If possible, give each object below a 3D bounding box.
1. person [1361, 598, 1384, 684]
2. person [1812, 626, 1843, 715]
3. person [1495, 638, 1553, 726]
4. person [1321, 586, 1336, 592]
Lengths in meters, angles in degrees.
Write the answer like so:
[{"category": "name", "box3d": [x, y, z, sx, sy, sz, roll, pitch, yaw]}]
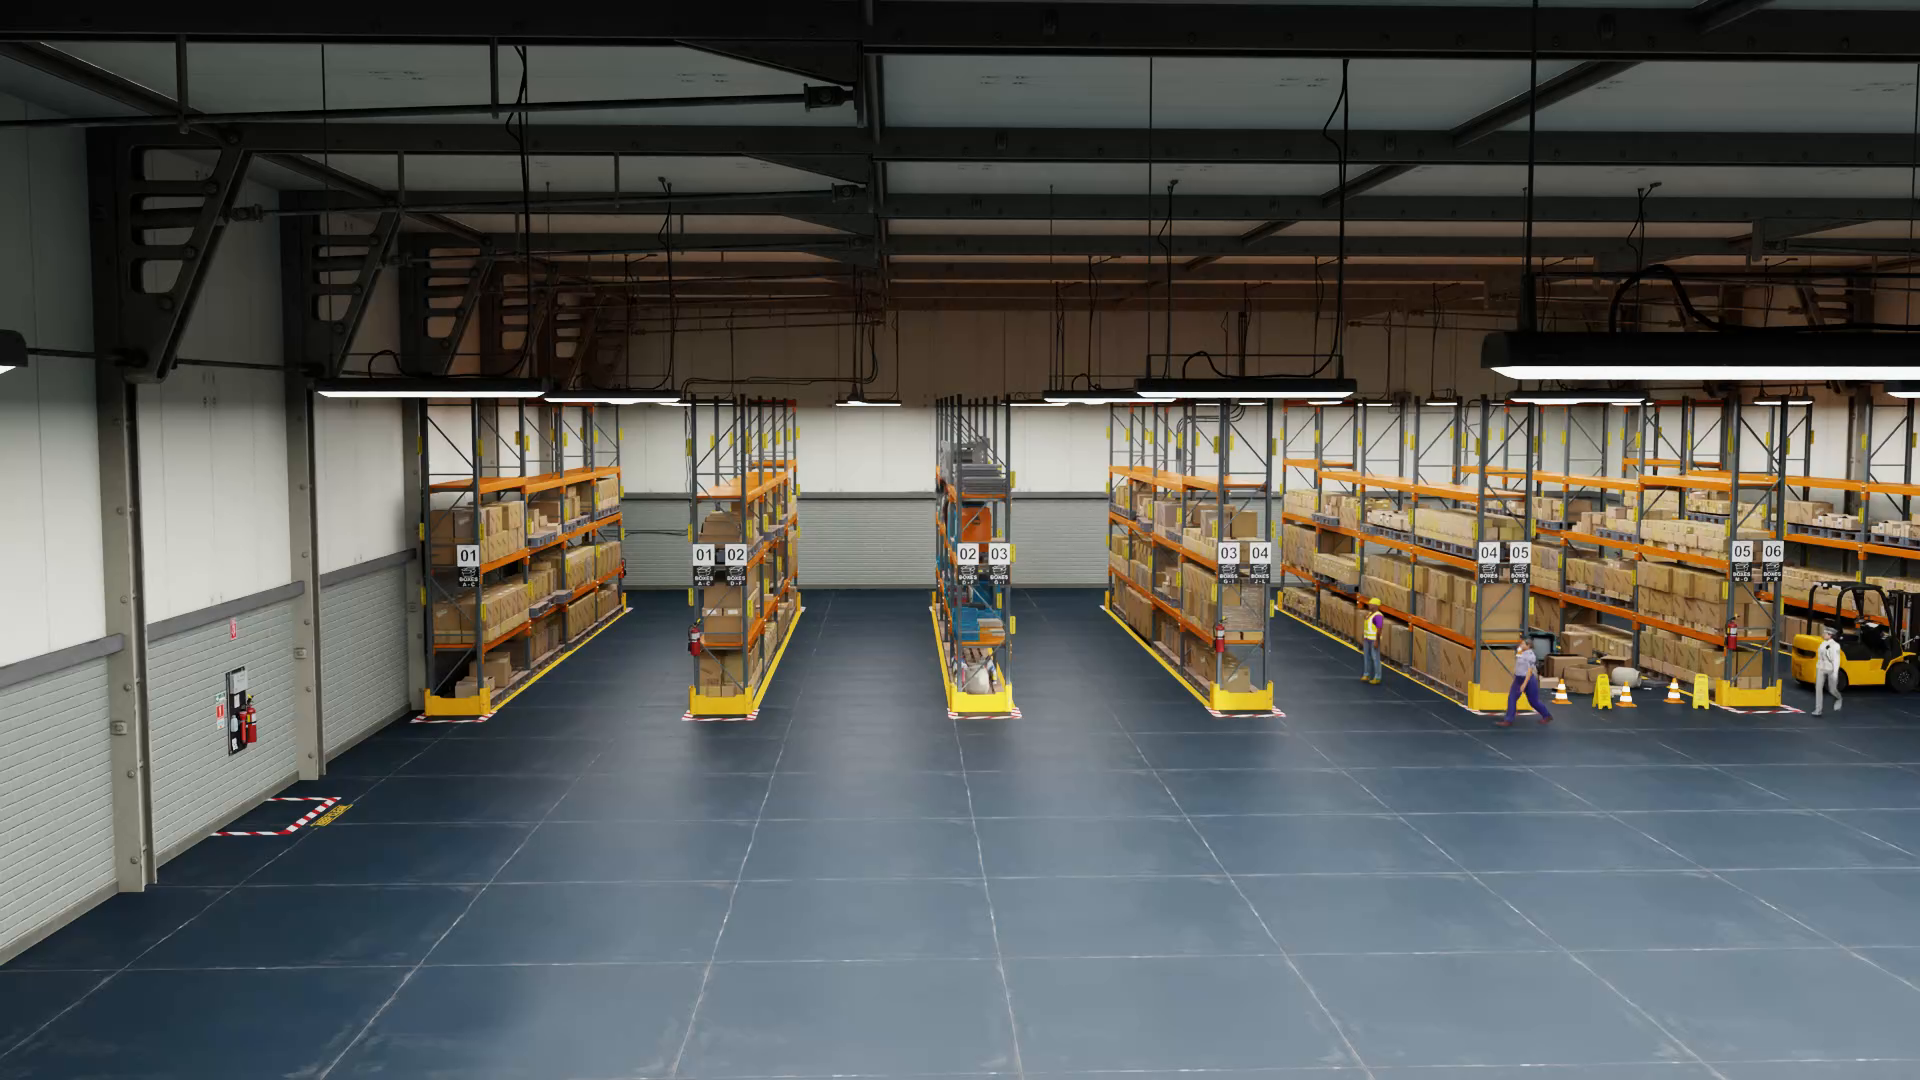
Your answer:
[{"category": "person", "box3d": [8.645, 2.093, 34.800, 0.414, 1.770, 0.612, -2, 5, -26]}, {"category": "person", "box3d": [16.289, 2.434, 31.126, 0.756, 1.663, 0.447, -4, 6, -42]}, {"category": "person", "box3d": [10.181, 2.562, 29.913, 0.979, 1.607, 0.481, -2, 5, -20]}, {"category": "person", "box3d": [10.873, 1.088, 48.899, 0.833, 1.553, 0.466, 1, 5, 10]}]
